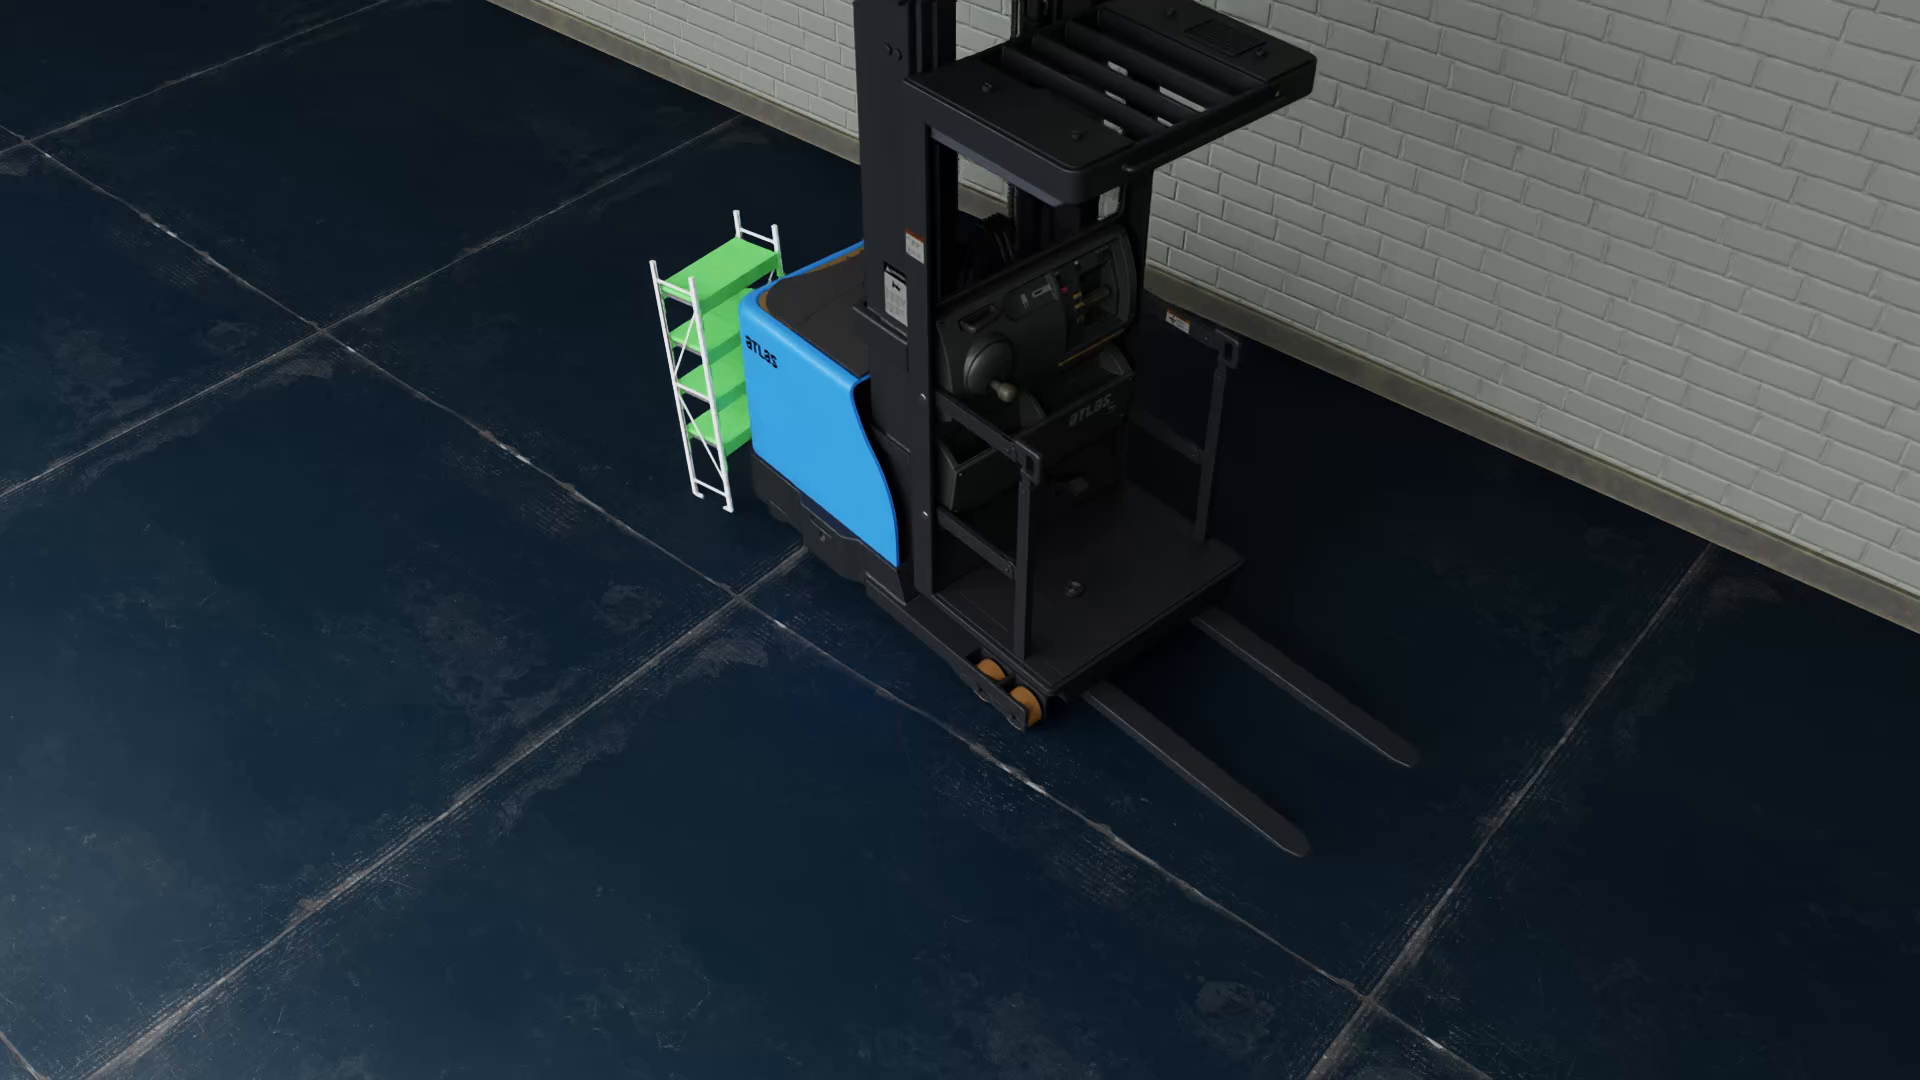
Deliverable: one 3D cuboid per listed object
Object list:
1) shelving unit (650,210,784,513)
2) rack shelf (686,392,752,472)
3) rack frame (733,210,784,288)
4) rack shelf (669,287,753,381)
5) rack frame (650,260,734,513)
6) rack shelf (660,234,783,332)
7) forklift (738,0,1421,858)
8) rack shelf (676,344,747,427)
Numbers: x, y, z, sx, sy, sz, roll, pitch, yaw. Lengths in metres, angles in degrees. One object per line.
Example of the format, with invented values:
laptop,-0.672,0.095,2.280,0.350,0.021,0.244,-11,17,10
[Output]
shelving unit,-0.978,-0.756,7.179,0.258,1.200,0.503,25,48,29
rack shelf,-0.965,-0.525,7.376,0.258,0.148,0.480,25,48,29
rack frame,-0.829,-0.886,7.322,0.240,1.200,0.015,25,48,29
rack shelf,-0.985,-0.890,7.065,0.258,0.148,0.480,25,48,29
rack frame,-1.127,-0.626,7.036,0.240,1.200,0.015,25,48,29
rack shelf,-0.995,-1.073,6.910,0.258,0.148,0.480,25,48,29
forklift,0.429,-0.741,5.886,1.130,2.935,3.031,-30,50,-29
rack shelf,-0.975,-0.707,7.221,0.258,0.148,0.480,25,48,29
